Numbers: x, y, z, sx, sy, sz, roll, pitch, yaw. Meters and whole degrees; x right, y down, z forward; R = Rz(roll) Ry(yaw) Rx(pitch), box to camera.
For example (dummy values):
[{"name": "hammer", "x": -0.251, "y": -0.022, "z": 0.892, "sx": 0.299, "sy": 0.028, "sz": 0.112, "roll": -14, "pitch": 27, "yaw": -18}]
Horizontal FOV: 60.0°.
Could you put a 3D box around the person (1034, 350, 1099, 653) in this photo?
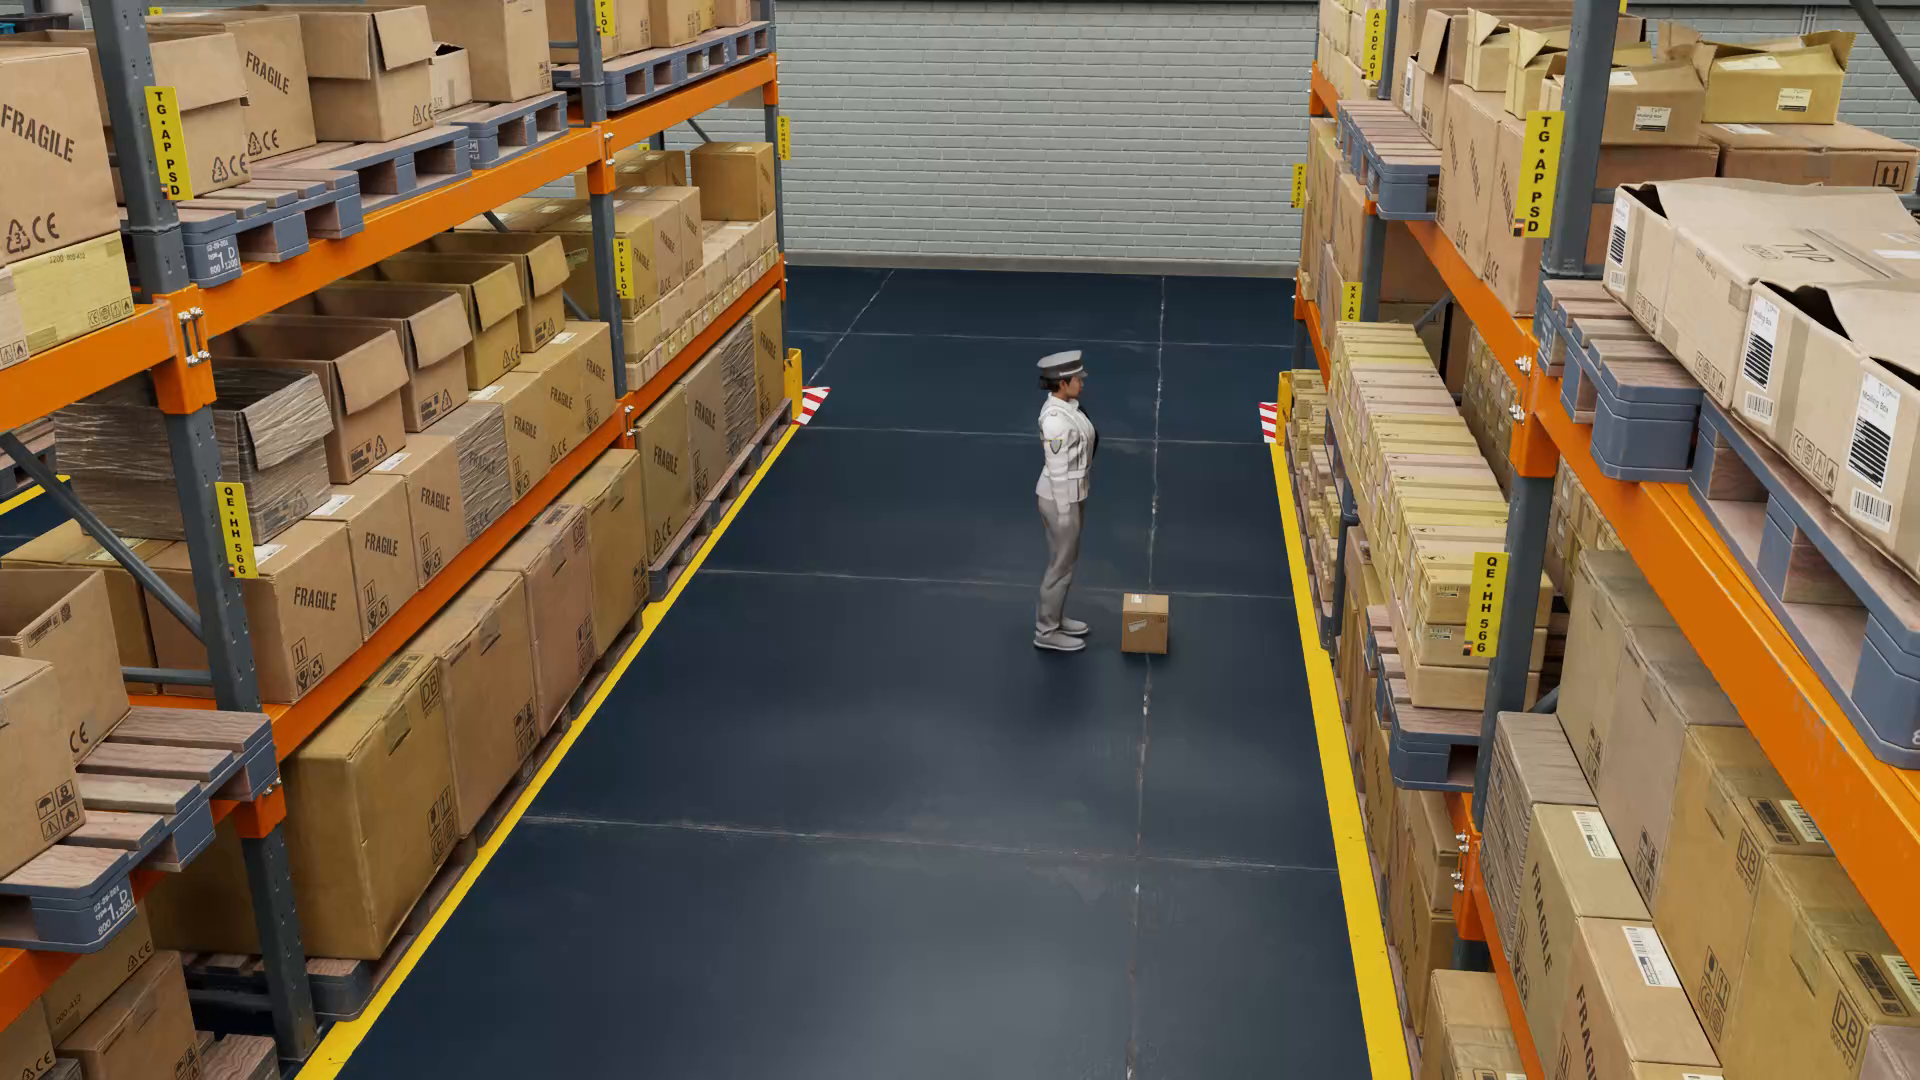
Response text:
[{"name": "person", "x": 0.577, "y": -0.222, "z": 9.137, "sx": 0.337, "sy": 1.677, "sz": 0.466, "roll": 3, "pitch": 22, "yaw": 8}]
